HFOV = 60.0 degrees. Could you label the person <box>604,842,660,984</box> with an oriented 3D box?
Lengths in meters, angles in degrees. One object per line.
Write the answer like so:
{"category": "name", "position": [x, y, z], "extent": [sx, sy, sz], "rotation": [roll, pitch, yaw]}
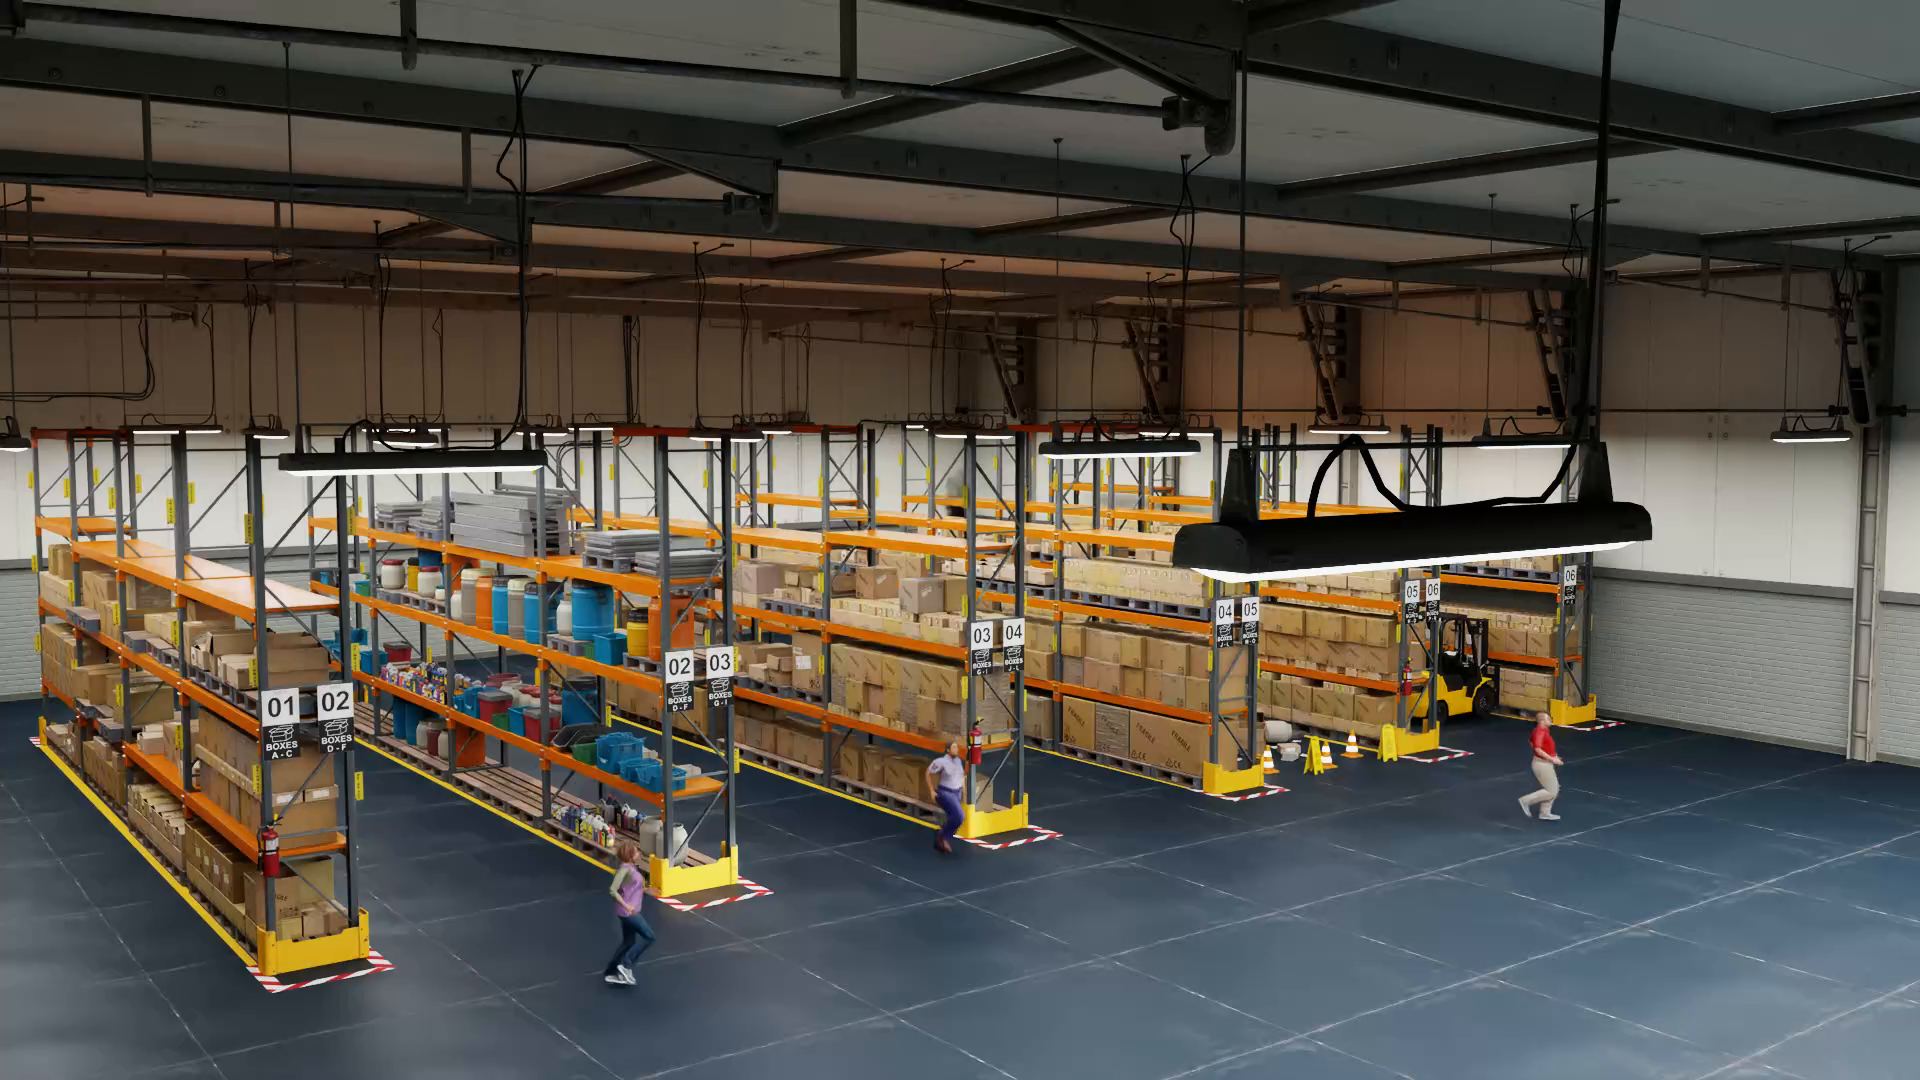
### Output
{"category": "person", "position": [-3.610, 4.098, 18.284], "extent": [0.626, 1.564, 0.512], "rotation": [-1, 5, -11]}

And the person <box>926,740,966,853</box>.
{"category": "person", "position": [-0.097, 3.671, 23.745], "extent": [0.592, 1.580, 0.586], "rotation": [4, 6, 39]}

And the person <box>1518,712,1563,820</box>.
{"category": "person", "position": [8.932, 3.478, 25.604], "extent": [0.650, 1.673, 0.667], "rotation": [1, 5, 12]}
